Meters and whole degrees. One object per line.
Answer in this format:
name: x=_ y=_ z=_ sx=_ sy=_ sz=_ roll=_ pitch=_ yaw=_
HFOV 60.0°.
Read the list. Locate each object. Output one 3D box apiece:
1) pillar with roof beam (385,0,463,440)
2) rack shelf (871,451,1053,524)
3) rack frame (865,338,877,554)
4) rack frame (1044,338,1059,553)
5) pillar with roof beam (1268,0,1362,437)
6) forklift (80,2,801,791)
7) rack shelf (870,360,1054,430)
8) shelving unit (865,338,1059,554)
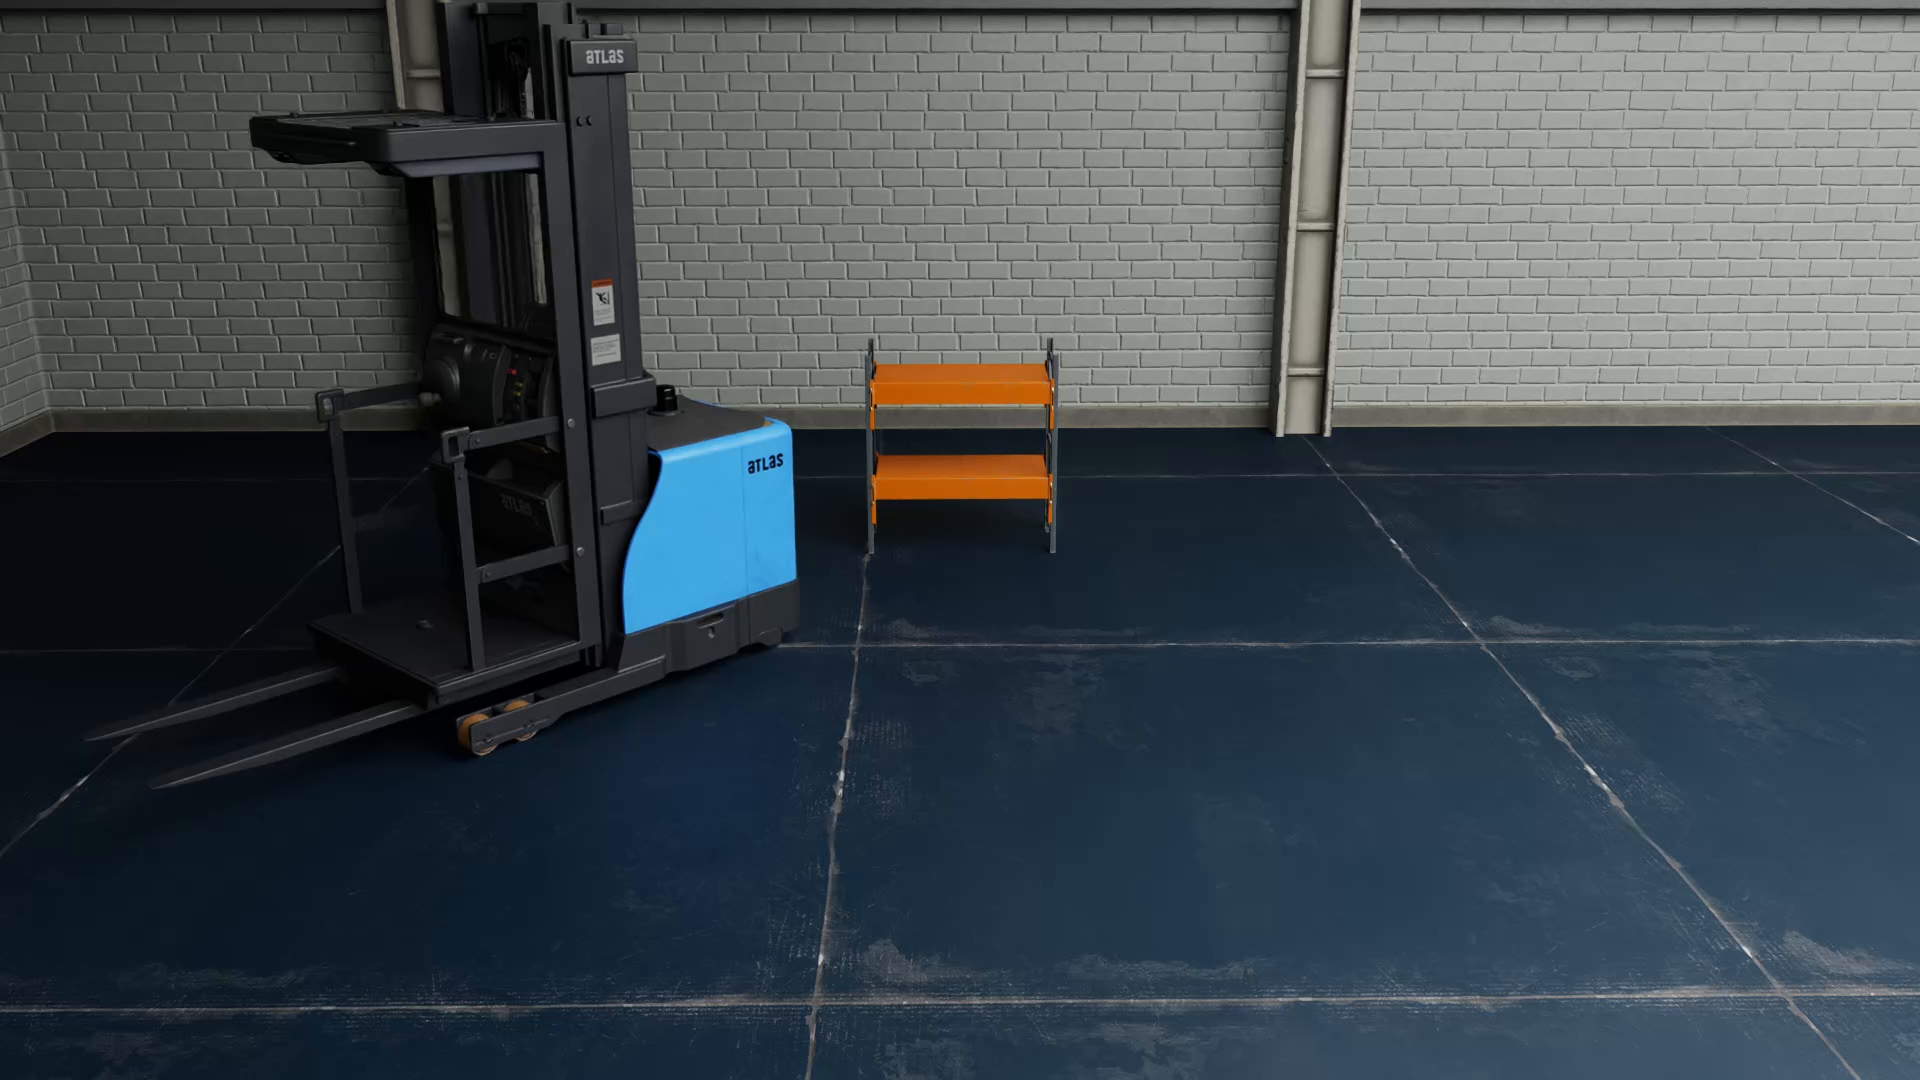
pillar with roof beam: x=-3.488 y=-3.726 z=6.429 sx=0.400 sy=9.000 sz=9.100 roll=0 pitch=18 yaw=-1
rack shelf: x=0.007 y=-0.303 z=9.451 sx=1.000 sy=0.278 sz=0.538 roll=0 pitch=18 yaw=-1
rack frame: x=-0.502 y=-0.533 z=9.368 sx=0.032 sy=1.125 sz=0.500 roll=0 pitch=18 yaw=-1
rack frame: x=0.515 y=-0.538 z=9.384 sx=0.032 sy=1.125 sz=0.500 roll=0 pitch=18 yaw=-1
pillar with roof beam: x=2.511 y=-3.755 z=6.520 sx=0.400 sy=9.000 sz=9.100 roll=0 pitch=18 yaw=-1
forklift: x=-2.139 y=-0.690 z=6.901 sx=1.130 sy=2.935 sz=3.031 roll=16 pitch=24 yaw=40
rack shelf: x=0.007 y=-0.814 z=9.286 sx=1.000 sy=0.278 sz=0.538 roll=0 pitch=18 yaw=-1
shelving unit: x=0.007 y=-0.536 z=9.376 sx=1.048 sy=1.125 sz=0.538 roll=0 pitch=18 yaw=-1
